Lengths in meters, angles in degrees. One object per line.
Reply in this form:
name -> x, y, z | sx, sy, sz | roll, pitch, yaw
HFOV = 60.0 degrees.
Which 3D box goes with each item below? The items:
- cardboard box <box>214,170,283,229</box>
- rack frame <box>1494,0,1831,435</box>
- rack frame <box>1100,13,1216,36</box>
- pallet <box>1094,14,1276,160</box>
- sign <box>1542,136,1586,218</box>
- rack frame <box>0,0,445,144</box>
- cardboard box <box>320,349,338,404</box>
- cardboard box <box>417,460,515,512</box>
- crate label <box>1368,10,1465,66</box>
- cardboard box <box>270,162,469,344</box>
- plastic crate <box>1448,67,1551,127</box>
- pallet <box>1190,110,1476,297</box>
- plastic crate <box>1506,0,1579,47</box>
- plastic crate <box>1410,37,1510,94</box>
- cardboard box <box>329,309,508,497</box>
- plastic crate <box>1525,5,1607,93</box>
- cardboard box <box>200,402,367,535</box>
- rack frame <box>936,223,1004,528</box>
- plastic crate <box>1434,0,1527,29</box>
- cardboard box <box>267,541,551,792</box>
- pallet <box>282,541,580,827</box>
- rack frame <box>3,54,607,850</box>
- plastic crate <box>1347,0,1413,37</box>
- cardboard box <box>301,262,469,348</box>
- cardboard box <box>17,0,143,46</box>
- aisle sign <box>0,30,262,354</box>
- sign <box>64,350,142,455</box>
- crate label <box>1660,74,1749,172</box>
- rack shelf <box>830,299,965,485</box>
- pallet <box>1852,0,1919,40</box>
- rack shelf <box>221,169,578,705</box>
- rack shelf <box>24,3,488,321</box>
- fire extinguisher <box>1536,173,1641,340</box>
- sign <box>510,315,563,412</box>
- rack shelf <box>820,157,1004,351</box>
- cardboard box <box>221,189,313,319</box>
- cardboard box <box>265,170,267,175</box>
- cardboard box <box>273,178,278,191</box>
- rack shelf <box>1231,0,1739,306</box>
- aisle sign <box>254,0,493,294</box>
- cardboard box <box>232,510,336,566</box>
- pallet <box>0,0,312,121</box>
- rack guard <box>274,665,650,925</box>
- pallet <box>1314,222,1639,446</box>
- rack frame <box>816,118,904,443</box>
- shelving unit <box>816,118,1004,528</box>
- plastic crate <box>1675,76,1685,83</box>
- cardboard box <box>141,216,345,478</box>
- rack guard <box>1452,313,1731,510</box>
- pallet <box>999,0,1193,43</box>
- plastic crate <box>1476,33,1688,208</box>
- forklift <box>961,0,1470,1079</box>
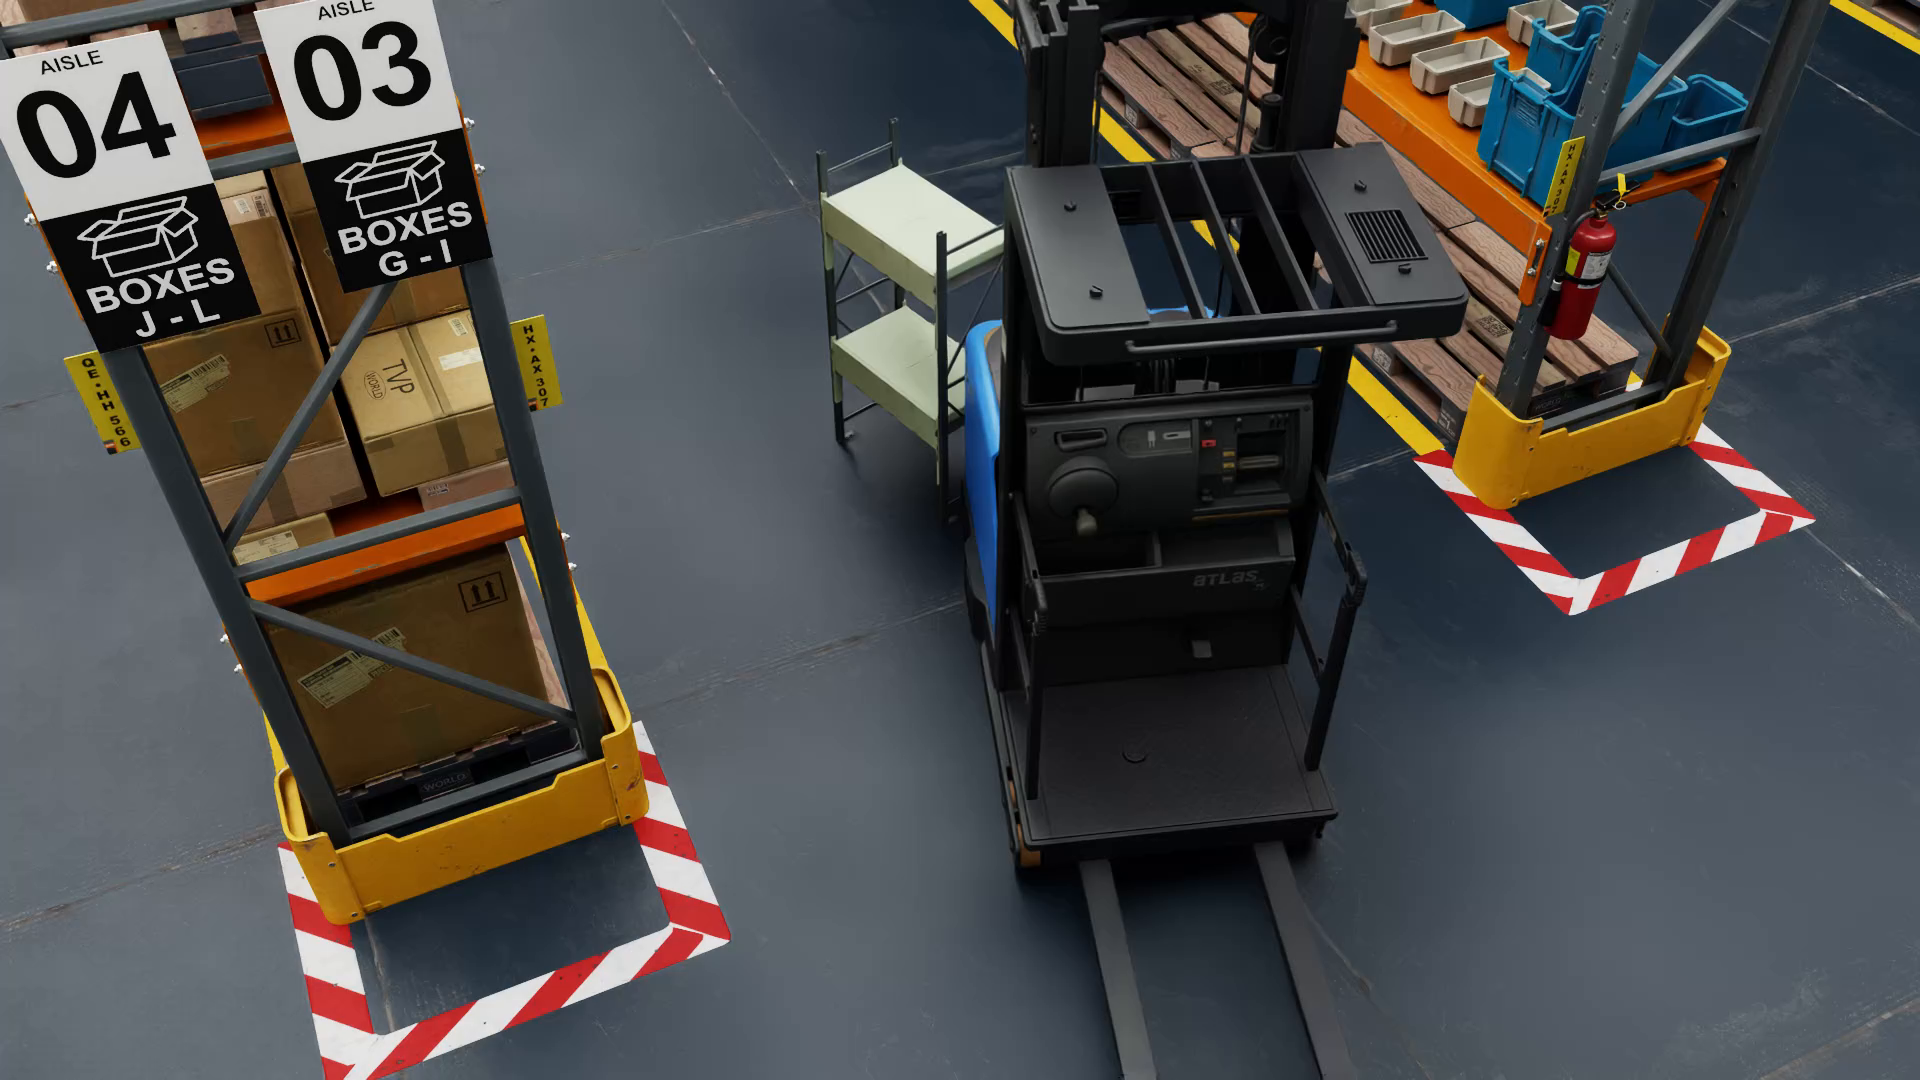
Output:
cardboard box -> -2.829, -1.275, 6.170 | 0.500, 0.250, 0.500 | -18, 47, -17
rack frame -> 2.759, -1.476, 6.479 | 1.000, 3.000, 0.127 | -18, 47, -17
rack frame -> 1.078, -4.025, 9.063 | 1.000, 3.000, 0.127 | -18, 47, -17
pallet -> 1.422, -2.575, 9.579 | 1.003, 0.211, 1.213 | -18, 47, -17
sign -> 2.267, -1.361, 6.247 | 0.100, 0.325, 0.005 | -18, 47, -17
rack frame -> -1.734, -2.149, 2.890 | 1.000, 3.000, 0.127 | -18, 47, -17
cardboard box -> -2.392, -0.620, 5.506 | 0.500, 0.250, 0.500 | -19, 48, -18
cardboard box -> -1.584, -0.248, 5.413 | 0.380, 0.149, 0.250 | -18, 47, -17
crate label -> 2.004, -2.229, 7.387 | 0.396, 0.136, 0.243 | -18, 47, -17
cardboard box -> -1.901, -1.037, 5.395 | 0.500, 0.500, 0.500 | -19, 48, -18
plastic crate -> 2.252, -1.870, 7.023 | 0.396, 0.136, 0.243 | -18, 47, -17
pallet -> 1.939, -1.797, 8.790 | 1.003, 0.211, 1.213 | -18, 47, -17
plastic crate -> 2.609, -2.319, 7.479 | 0.250, 0.136, 0.298 | -18, 47, -17
plastic crate -> 2.144, -2.059, 7.215 | 0.396, 0.136, 0.243 | -18, 47, -17
cardboard box -> -1.691, -0.452, 5.336 | 0.500, 0.250, 0.500 | -19, 48, -18
plastic crate -> 2.678, -2.112, 7.200 | 0.416, 0.233, 0.300 | -18, 47, -17
cardboard box -> -2.179, -0.296, 5.179 | 0.500, 0.250, 0.500 | -19, 48, -18
rack frame -> 0.069, -0.683, 6.743 | 0.400, 1.500, 0.023 | -31, 52, -28
plastic crate -> 2.401, -2.532, 7.625 | 0.416, 0.233, 0.300 | -18, 47, -17
cardboard box -> -2.076, 0.209, 5.985 | 0.875, 0.875, 0.875 | -18, 47, -17
pallet -> -2.142, 0.493, 6.469 | 1.003, 0.211, 1.213 | -18, 47, -17
rack frame -> -1.734, -0.013, 4.997 | 1.000, 3.000, 0.127 | -18, 47, -17
plastic crate -> 1.863, -2.412, 7.573 | 0.298, 0.136, 0.250 | -18, 47, -17
cardboard box -> -1.916, -0.781, 5.670 | 0.500, 0.250, 0.500 | -19, 48, -18
cardboard box -> -2.002, -1.617, 4.045 | 0.700, 0.500, 0.500 | -21, 48, -20
aisle sign -> -1.976, -0.804, 3.947 | 0.394, 0.787, 0.004 | -18, 47, -17
sign -> -2.233, -0.359, 4.354 | 0.100, 0.325, 0.005 | -18, 47, -17
crate label -> 2.954, -1.692, 6.775 | 0.416, 0.233, 0.303 | -18, 47, -17
rack shelf -> -0.168, -0.646, 7.170 | 0.431, 0.370, 0.720 | -31, 52, -28
pallet -> 6.378, -3.276, 10.289 | 1.003, 0.211, 1.213 | -18, 47, -17
rack shelf -> -2.575, -1.032, 6.541 | 1.077, 0.370, 4.000 | -18, 47, -17
rack shelf -> -2.575, -2.100, 5.488 | 1.077, 0.370, 4.000 | -18, 47, -17
fire extinguisher -> 2.411, -1.086, 6.404 | 0.296, 0.674, 0.183 | -18, 47, -17
sign -> -1.228, -0.510, 4.827 | 0.100, 0.325, 0.005 | -18, 47, -17
rack shelf -> -0.168, -1.156, 6.667 | 0.431, 0.370, 0.720 | -31, 52, -28
cardboard box -> -2.606, -0.944, 5.835 | 0.500, 0.250, 0.500 | -20, 48, -19
cardboard box -> -3.029, -1.591, 6.491 | 0.500, 0.250, 0.500 | -17, 47, -16
cardboard box -> -2.125, -1.366, 5.728 | 0.500, 0.500, 0.500 | -19, 48, -18
rack shelf -> 1.919, -2.495, 8.024 | 1.077, 0.370, 4.000 | -18, 47, -17
aisle sign -> -1.432, -0.982, 4.127 | 0.394, 0.787, 0.004 | -18, 47, -17
cardboard box -> -2.183, -0.054, 5.216 | 0.380, 0.149, 0.250 | -17, 47, -17
pallet -> -2.056, -1.519, 4.450 | 1.003, 0.211, 1.213 | -18, 47, -17
rack guard -> -1.724, 0.892, 5.859 | 1.175, 0.500, 0.348 | -18, 47, -17
pallet -> 2.448, -1.021, 8.003 | 1.003, 0.211, 1.213 | -18, 47, -17
rack frame -> -0.406, -1.074, 7.139 | 0.400, 1.500, 0.023 | -31, 52, -28
shelving unit -> -0.168, -0.878, 6.941 | 0.431, 1.500, 0.755 | -31, 52, -28
plastic crate -> 2.895, -1.887, 7.041 | 0.250, 0.136, 0.298 | -18, 47, -17
cardboard box -> -2.178, -0.566, 4.918 | 0.500, 0.500, 0.500 | -17, 47, -17
rack guard -> 2.781, -0.575, 7.346 | 1.175, 0.500, 0.348 | -18, 47, -17
pallet -> 0.791, -3.537, 10.553 | 1.003, 0.211, 1.213 | -18, 47, -17
plastic crate -> 2.449, -1.668, 6.606 | 0.616, 0.435, 0.499 | -18, 47, -17
forklift -> 0.701, -0.143, 5.177 | 1.130, 2.935, 3.031 | -5, 45, -5
